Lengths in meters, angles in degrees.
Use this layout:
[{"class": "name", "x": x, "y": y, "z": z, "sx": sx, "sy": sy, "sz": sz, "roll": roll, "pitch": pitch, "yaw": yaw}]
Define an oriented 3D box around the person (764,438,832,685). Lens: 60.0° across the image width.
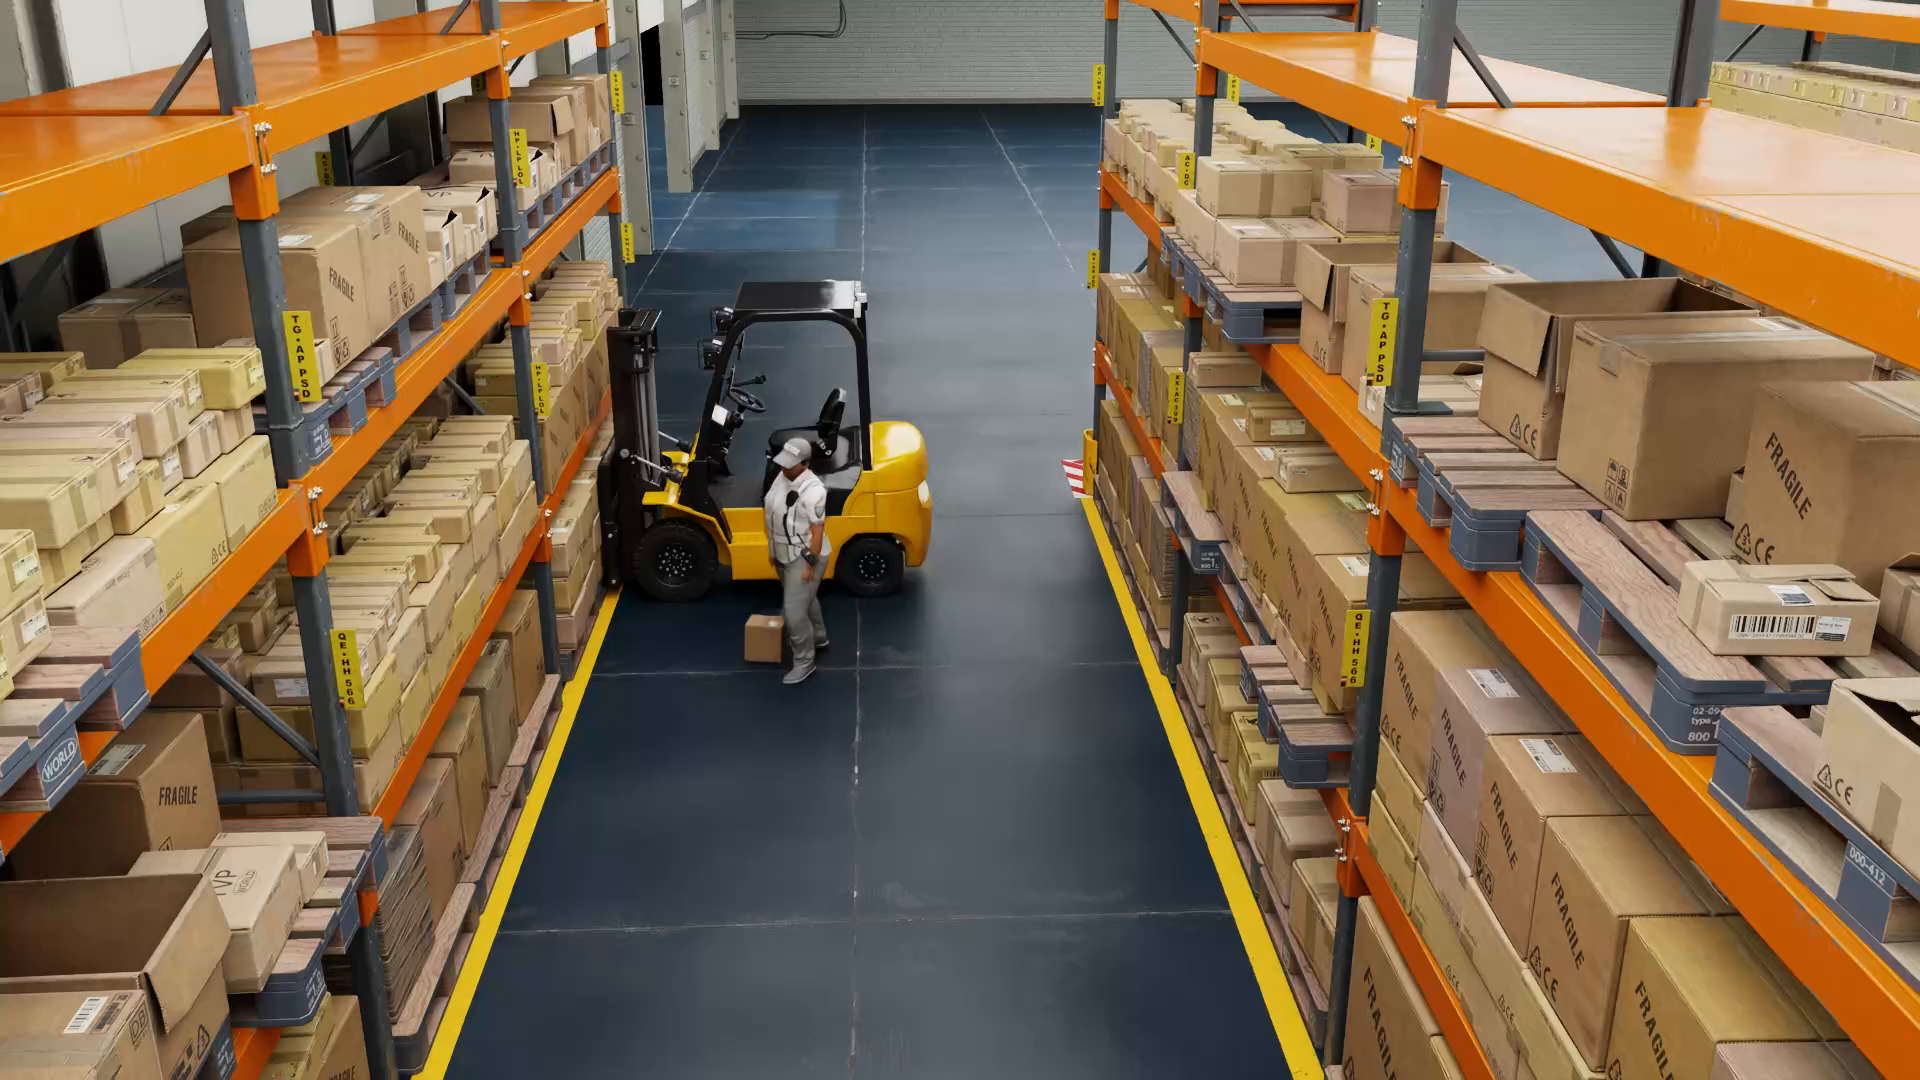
[{"class": "person", "x": -1.051, "y": 0.072, "z": 10.913, "sx": 0.534, "sy": 1.643, "sz": 0.656, "roll": -13, "pitch": 24, "yaw": -31}]
